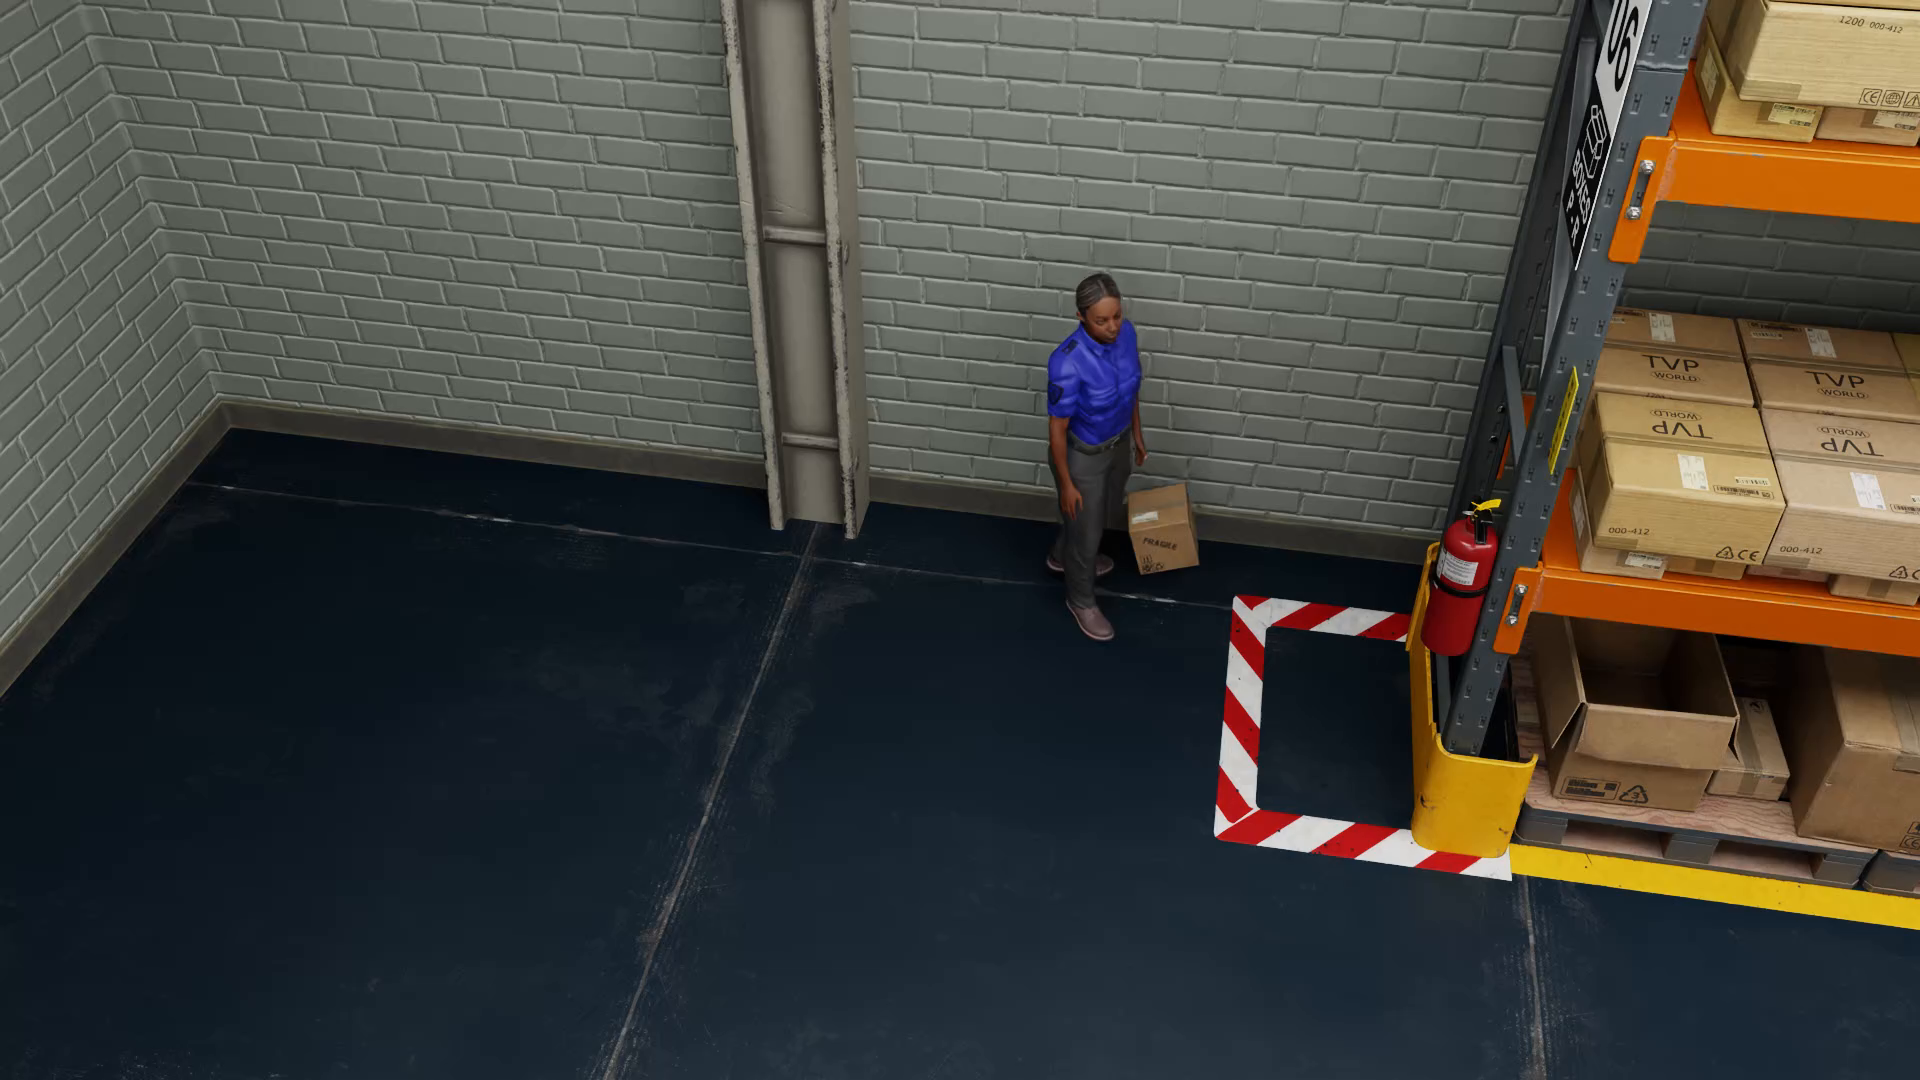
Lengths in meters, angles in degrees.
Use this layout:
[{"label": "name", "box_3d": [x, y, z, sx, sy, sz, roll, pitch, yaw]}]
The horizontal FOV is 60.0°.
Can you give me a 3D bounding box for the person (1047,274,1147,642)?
[{"label": "person", "box_3d": [0.514, -0.357, 6.574, 0.494, 1.657, 0.543, 31, 49, 31]}]
